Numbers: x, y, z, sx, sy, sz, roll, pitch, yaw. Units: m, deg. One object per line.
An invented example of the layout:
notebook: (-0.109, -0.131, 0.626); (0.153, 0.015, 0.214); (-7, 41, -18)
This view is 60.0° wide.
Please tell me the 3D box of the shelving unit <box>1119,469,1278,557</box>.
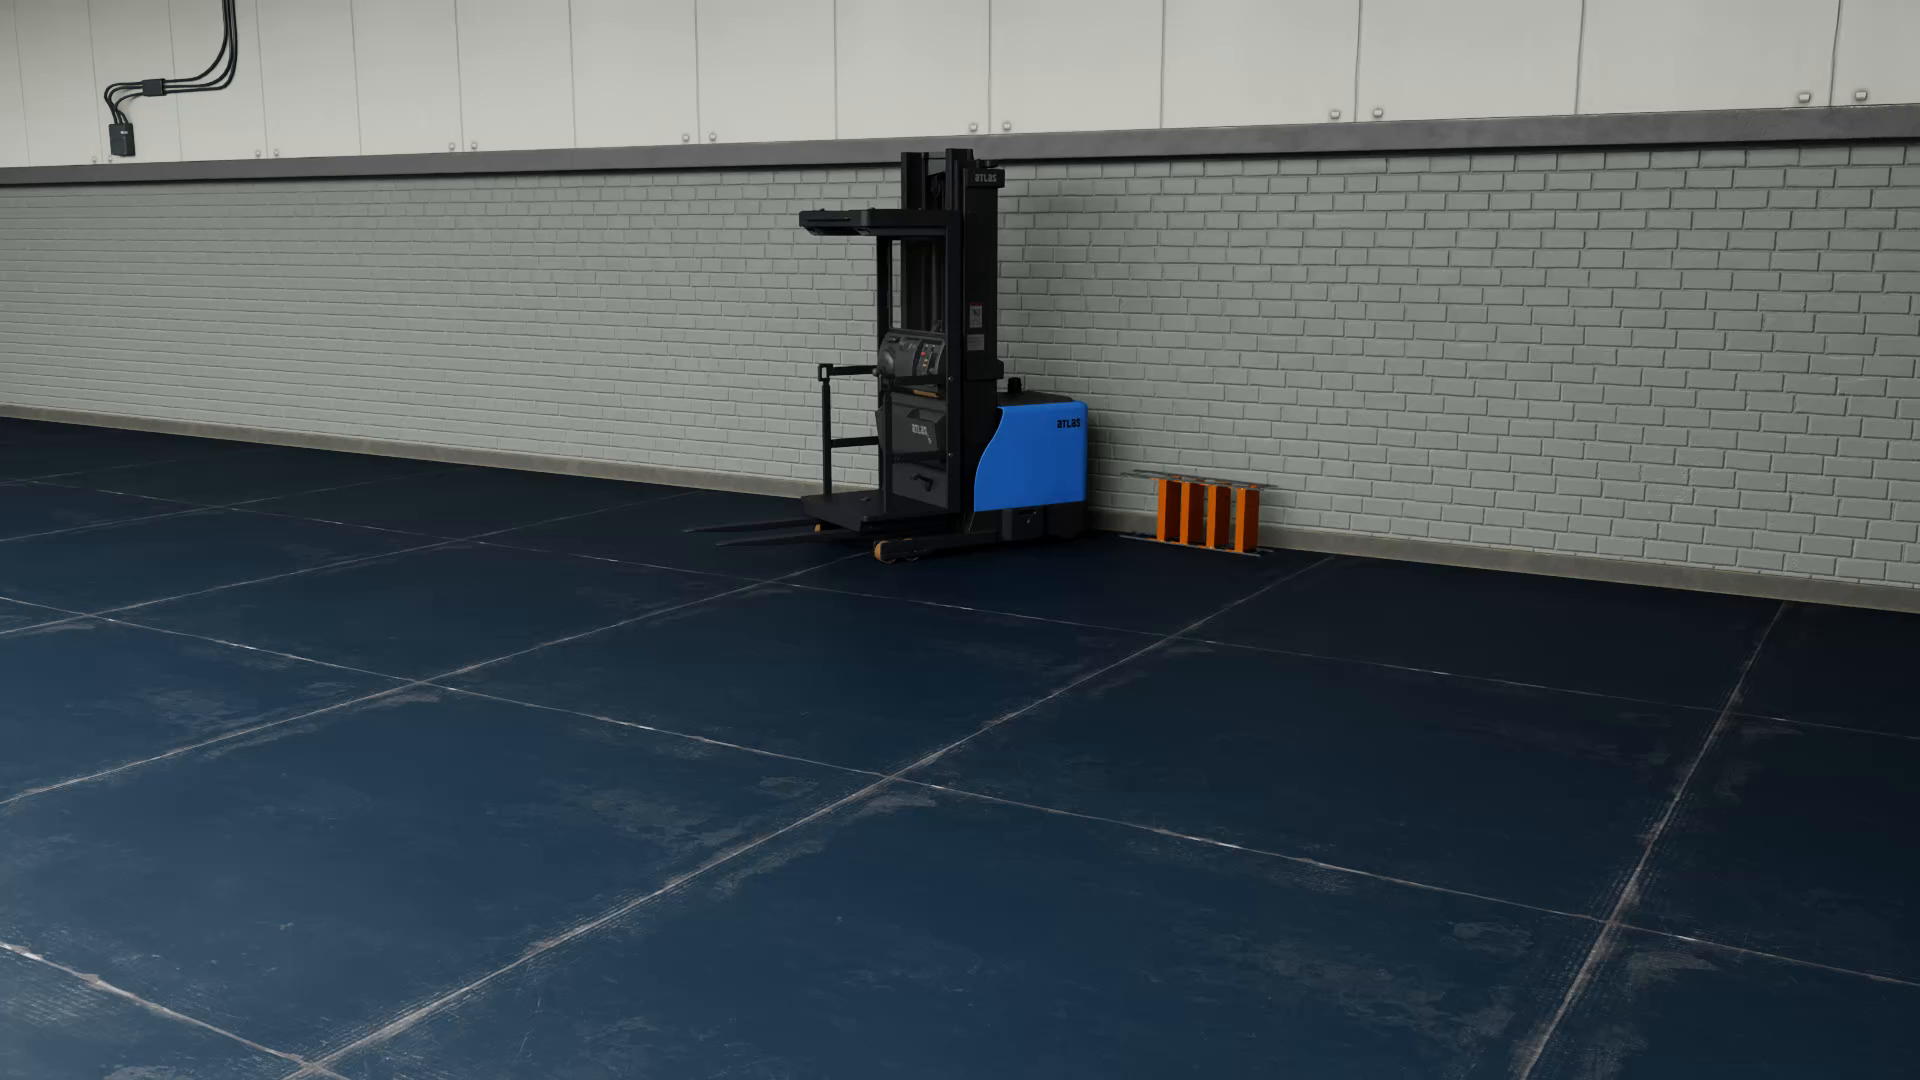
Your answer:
shelving unit: (1.791, -0.214, 12.593); (1.200, 0.503, 0.258); (9, 14, 35)

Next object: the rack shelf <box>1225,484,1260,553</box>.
rack shelf: (2.108, -0.165, 12.366); (0.148, 0.480, 0.258); (9, 14, 35)

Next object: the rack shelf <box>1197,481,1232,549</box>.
rack shelf: (1.917, -0.195, 12.503); (0.148, 0.480, 0.258); (9, 14, 35)

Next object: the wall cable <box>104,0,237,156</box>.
wall cable: (-8.770, -7.275, 18.034); (2.305, 6.003, 0.169); (6, 12, 31)

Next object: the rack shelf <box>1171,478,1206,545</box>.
rack shelf: (1.737, -0.223, 12.632); (0.148, 0.480, 0.258); (9, 14, 35)

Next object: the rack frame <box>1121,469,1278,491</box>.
rack frame: (1.794, -0.454, 12.546); (1.200, 0.015, 0.240); (9, 14, 35)

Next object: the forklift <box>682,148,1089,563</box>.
forklift: (-0.539, -1.382, 12.287); (3.031, 2.935, 1.130); (-6, 12, -30)

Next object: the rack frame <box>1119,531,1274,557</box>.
rack frame: (1.788, 0.025, 12.640); (1.200, 0.015, 0.240); (9, 14, 35)

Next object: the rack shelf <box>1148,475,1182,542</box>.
rack shelf: (1.577, -0.247, 12.747); (0.148, 0.480, 0.258); (9, 14, 35)
